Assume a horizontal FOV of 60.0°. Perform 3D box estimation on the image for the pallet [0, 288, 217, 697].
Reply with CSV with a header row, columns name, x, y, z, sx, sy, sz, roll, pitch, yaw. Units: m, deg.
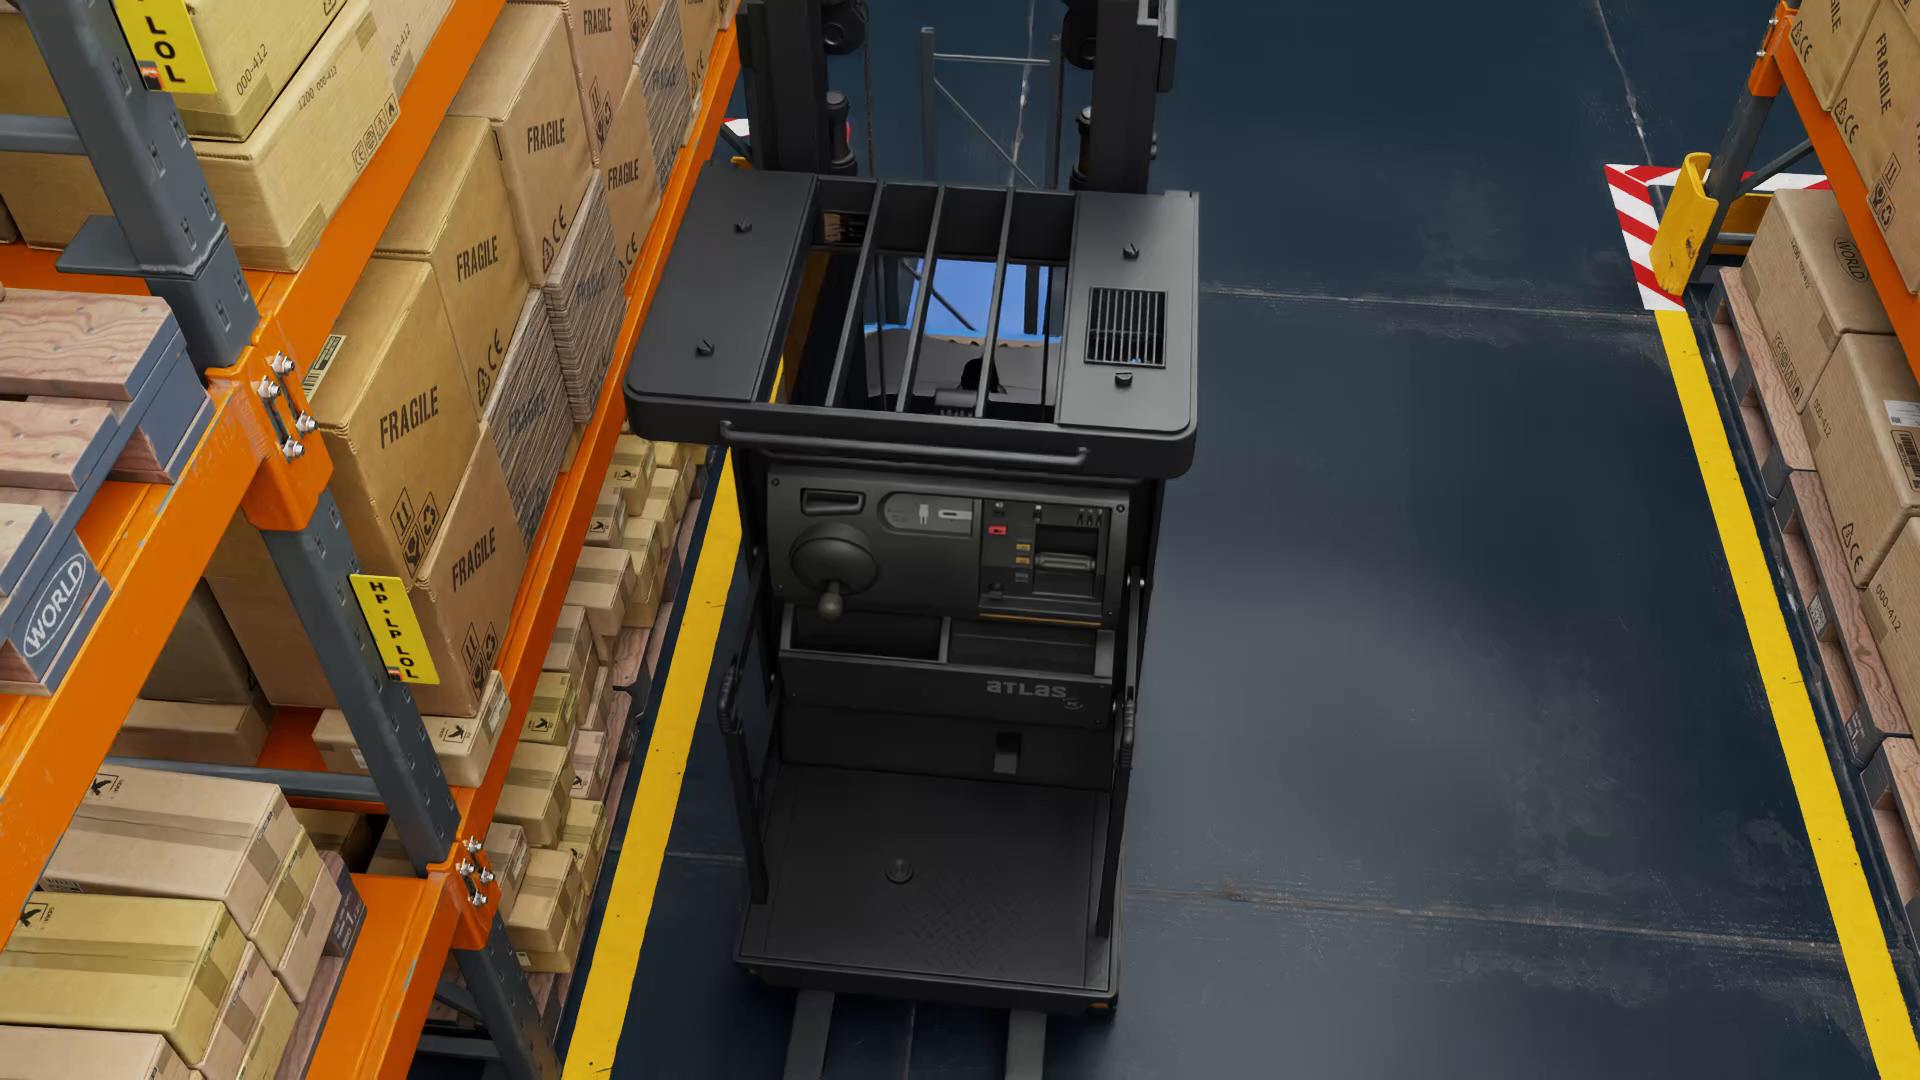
name,x,y,z,sx,sy,sz,roll,pitch,yaw
pallet,-1.824,0.033,2.282,1.213,0.211,1.003,4,48,4

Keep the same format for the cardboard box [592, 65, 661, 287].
name,x,y,z,sx,sy,sz,roll,pitch,yaw
cardboard box,-1.226,-1.074,4.930,0.500,0.500,0.500,6,48,5

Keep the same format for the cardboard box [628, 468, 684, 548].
name,x,y,z,sx,sy,sz,roll,pitch,yaw
cardboard box,-1.180,-0.122,5.775,0.380,0.149,0.250,4,48,4

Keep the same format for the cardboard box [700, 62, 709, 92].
name,x,y,z,sx,sy,sz,roll,pitch,yaw
cardboard box,-1.113,-1.695,5.938,0.380,0.149,0.250,3,48,3

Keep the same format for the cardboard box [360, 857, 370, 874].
name,x,y,z,sx,sy,sz,roll,pitch,yaw
cardboard box,-1.965,1.045,4.909,0.380,0.149,0.250,4,48,4

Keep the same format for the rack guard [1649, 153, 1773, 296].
name,x,y,z,sx,sy,sz,roll,pitch,yaw
rack guard,3.644,-1.319,7.118,1.175,0.500,0.348,4,48,4

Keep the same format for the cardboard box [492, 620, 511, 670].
name,x,y,z,sx,sy,sz,roll,pitch,yaw
cardboard box,-1.360,0.239,4.169,0.380,0.149,0.250,5,48,5

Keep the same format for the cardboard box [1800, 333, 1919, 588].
name,x,y,z,sx,sy,sz,roll,pitch,yaw
cardboard box,3.606,-0.258,5.905,0.875,0.438,0.875,5,48,5

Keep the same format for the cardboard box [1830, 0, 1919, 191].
name,x,y,z,sx,sy,sz,roll,pitch,yaw
cardboard box,3.294,-1.472,5.496,0.500,0.500,0.500,3,48,3

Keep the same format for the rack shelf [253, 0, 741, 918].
name,x,y,z,sx,sy,sz,roll,pitch,yaw
rack shelf,-1.479,-0.692,5.337,1.077,0.370,4.000,4,48,4

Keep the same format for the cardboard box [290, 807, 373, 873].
name,x,y,z,sx,sy,sz,roll,pitch,yaw
cardboard box,-1.888,0.876,4.660,0.380,0.149,0.250,5,48,5

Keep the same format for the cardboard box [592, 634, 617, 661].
name,x,y,z,sx,sy,sz,roll,pitch,yaw
cardboard box,-1.314,0.238,5.445,0.380,0.149,0.250,6,48,5

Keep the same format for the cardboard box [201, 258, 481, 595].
name,x,y,z,sx,sy,sz,roll,pitch,yaw
cardboard box,-1.377,-0.251,3.500,0.500,0.500,0.500,5,48,4

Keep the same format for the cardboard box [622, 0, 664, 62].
name,x,y,z,sx,sy,sz,roll,pitch,yaw
cardboard box,-1.175,-1.768,4.887,0.500,0.500,0.500,6,48,5

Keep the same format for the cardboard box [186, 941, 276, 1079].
name,x,y,z,sx,sy,sz,roll,pitch,yaw
cardboard box,-1.524,0.877,3.099,0.380,0.149,0.250,4,48,4

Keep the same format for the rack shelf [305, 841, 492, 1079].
name,x,y,z,sx,sy,sz,roll,pitch,yaw
rack shelf,-1.844,2.248,2.649,1.077,0.370,4.000,4,48,4

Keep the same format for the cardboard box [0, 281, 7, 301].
name,x,y,z,sx,sy,sz,roll,pitch,yaw
cardboard box,-1.805,-0.381,2.181,0.700,0.500,0.500,4,48,4

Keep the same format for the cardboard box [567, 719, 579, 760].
name,x,y,z,sx,sy,sz,roll,pitch,yaw
cardboard box,-1.390,0.637,5.080,0.380,0.149,0.250,4,48,3

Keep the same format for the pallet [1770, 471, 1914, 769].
name,x,y,z,sx,sy,sz,roll,pitch,yaw
pallet,3.533,0.283,5.849,1.003,0.211,1.213,4,48,4

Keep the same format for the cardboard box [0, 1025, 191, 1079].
name,x,y,z,sx,sy,sz,roll,pitch,yaw
cardboard box,-1.553,0.973,2.810,0.380,0.149,0.250,2,48,2

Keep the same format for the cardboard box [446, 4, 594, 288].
name,x,y,z,sx,sy,sz,roll,pitch,yaw
cardboard box,-1.269,-1.002,4.186,0.500,0.500,0.500,5,48,4

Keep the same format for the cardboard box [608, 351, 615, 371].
name,x,y,z,sx,sy,sz,roll,pitch,yaw
cardboard box,-1.238,-0.537,4.879,0.380,0.149,0.250,6,48,5

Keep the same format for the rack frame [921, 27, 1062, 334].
name,x,y,z,sx,sy,sz,roll,pitch,yaw
rack frame,0.114,-1.275,6.400,0.500,1.500,0.032,5,48,4

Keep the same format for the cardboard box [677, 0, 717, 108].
name,x,y,z,sx,sy,sz,roll,pitch,yaw
cardboard box,-1.133,-1.813,5.606,0.500,0.500,0.500,3,48,3

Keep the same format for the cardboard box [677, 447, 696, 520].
name,x,y,z,sx,sy,sz,roll,pitch,yaw
cardboard box,-1.185,-0.225,6.071,0.380,0.149,0.250,5,48,4

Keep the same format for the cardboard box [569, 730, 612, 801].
name,x,y,z,sx,sy,sz,roll,pitch,yaw
cardboard box,-1.313,0.728,5.199,0.380,0.149,0.250,4,48,3

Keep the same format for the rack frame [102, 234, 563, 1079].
name,x,y,z,sx,sy,sz,roll,pitch,yaw
rack frame,-1.661,0.535,3.728,1.000,3.000,0.127,4,48,4

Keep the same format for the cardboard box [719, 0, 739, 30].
name,x,y,z,sx,sy,sz,roll,pitch,yaw
cardboard box,-1.045,-2.061,6.272,0.380,0.149,0.250,4,48,4

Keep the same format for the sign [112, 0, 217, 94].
name,x,y,z,sx,sy,sz,roll,pitch,yaw
sign,-1.108,-0.750,2.253,0.100,0.325,0.005,4,48,4

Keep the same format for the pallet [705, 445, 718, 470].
name,x,y,z,sx,sy,sz,roll,pitch,yaw
pallet,-1.413,-0.812,6.850,1.003,0.211,1.213,4,48,4

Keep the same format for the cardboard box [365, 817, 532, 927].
name,x,y,z,sx,sy,sz,roll,pitch,yaw
cardboard box,-1.424,0.916,4.624,0.380,0.149,0.250,6,48,5

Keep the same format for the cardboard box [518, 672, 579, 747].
name,x,y,z,sx,sy,sz,roll,pitch,yaw
cardboard box,-1.365,0.528,4.978,0.380,0.149,0.250,3,48,3

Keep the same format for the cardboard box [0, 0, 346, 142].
name,x,y,z,sx,sy,sz,roll,pitch,yaw
cardboard box,-1.378,-0.933,2.800,0.500,0.250,0.500,5,48,5

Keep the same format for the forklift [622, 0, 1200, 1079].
name,x,y,z,sx,sy,sz,roll,pitch,yaw
forklift,-0.056,0.130,4.145,1.130,2.935,3.031,5,48,4

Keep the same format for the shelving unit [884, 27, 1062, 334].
name,x,y,z,sx,sy,sz,roll,pitch,yaw
shelving unit,0.060,-0.902,6.058,0.538,1.500,1.048,5,48,4

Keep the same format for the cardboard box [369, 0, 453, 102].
name,x,y,z,sx,sy,sz,roll,pitch,yaw
cardboard box,-1.320,-1.118,3.308,0.500,0.250,0.500,3,48,3

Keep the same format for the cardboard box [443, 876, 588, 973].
name,x,y,z,sx,sy,sz,roll,pitch,yaw
cardboard box,-1.308,1.110,4.850,0.380,0.149,0.250,2,48,2

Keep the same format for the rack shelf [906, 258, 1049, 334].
name,x,y,z,sx,sy,sz,roll,pitch,yaw
rack shelf,0.060,-0.780,6.191,0.538,0.185,1.000,5,48,4

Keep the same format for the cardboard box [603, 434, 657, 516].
name,x,y,z,sx,sy,sz,roll,pitch,yaw
cardboard box,-1.256,-0.231,5.673,0.380,0.149,0.250,4,48,4

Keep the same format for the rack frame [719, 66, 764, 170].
name,x,y,z,sx,sy,sz,roll,pitch,yaw
rack frame,-1.297,-2.404,6.416,1.000,3.000,0.127,4,48,4

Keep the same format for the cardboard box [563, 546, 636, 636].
name,x,y,z,sx,sy,sz,roll,pitch,yaw
cardboard box,-1.260,0.153,5.321,0.380,0.149,0.250,5,48,4

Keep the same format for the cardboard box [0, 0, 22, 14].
name,x,y,z,sx,sy,sz,roll,pitch,yaw
cardboard box,-1.394,-0.927,2.525,0.380,0.149,0.250,3,48,3

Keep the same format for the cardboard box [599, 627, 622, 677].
name,x,y,z,sx,sy,sz,roll,pitch,yaw
cardboard box,-1.350,0.338,5.555,0.380,0.149,0.250,2,48,2

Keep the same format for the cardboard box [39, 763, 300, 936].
name,x,y,z,sx,sy,sz,roll,pitch,yaw
cardboard box,-1.503,0.586,3.164,0.380,0.149,0.250,6,48,5

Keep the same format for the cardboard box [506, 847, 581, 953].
name,x,y,z,sx,sy,sz,roll,pitch,yaw
cardboard box,-1.310,1.010,4.739,0.380,0.149,0.250,6,48,5

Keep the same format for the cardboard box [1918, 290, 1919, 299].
name,x,y,z,sx,sy,sz,roll,pitch,yaw
cardboard box,3.201,-0.730,4.817,0.500,0.500,0.500,5,48,5

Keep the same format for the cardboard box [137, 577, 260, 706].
name,x,y,z,sx,sy,sz,roll,pitch,yaw
cardboard box,-1.899,0.027,3.923,0.500,0.500,0.500,4,48,4

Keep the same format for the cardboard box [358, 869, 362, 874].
name,x,y,z,sx,sy,sz,roll,pitch,yaw
cardboard box,-1.949,1.002,4.746,0.380,0.149,0.250,5,48,4

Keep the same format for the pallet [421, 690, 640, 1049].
name,x,y,z,sx,sy,sz,roll,pitch,yaw
pallet,-1.635,0.981,5.210,1.003,0.211,1.213,4,48,4

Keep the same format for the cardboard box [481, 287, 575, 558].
name,x,y,z,sx,sy,sz,roll,pitch,yaw
cardboard box,-1.327,-0.310,4.231,0.500,0.500,0.500,4,48,4

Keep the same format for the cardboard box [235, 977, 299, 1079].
name,x,y,z,sx,sy,sz,roll,pitch,yaw
cardboard box,-1.523,0.975,3.212,0.380,0.149,0.250,4,48,4
